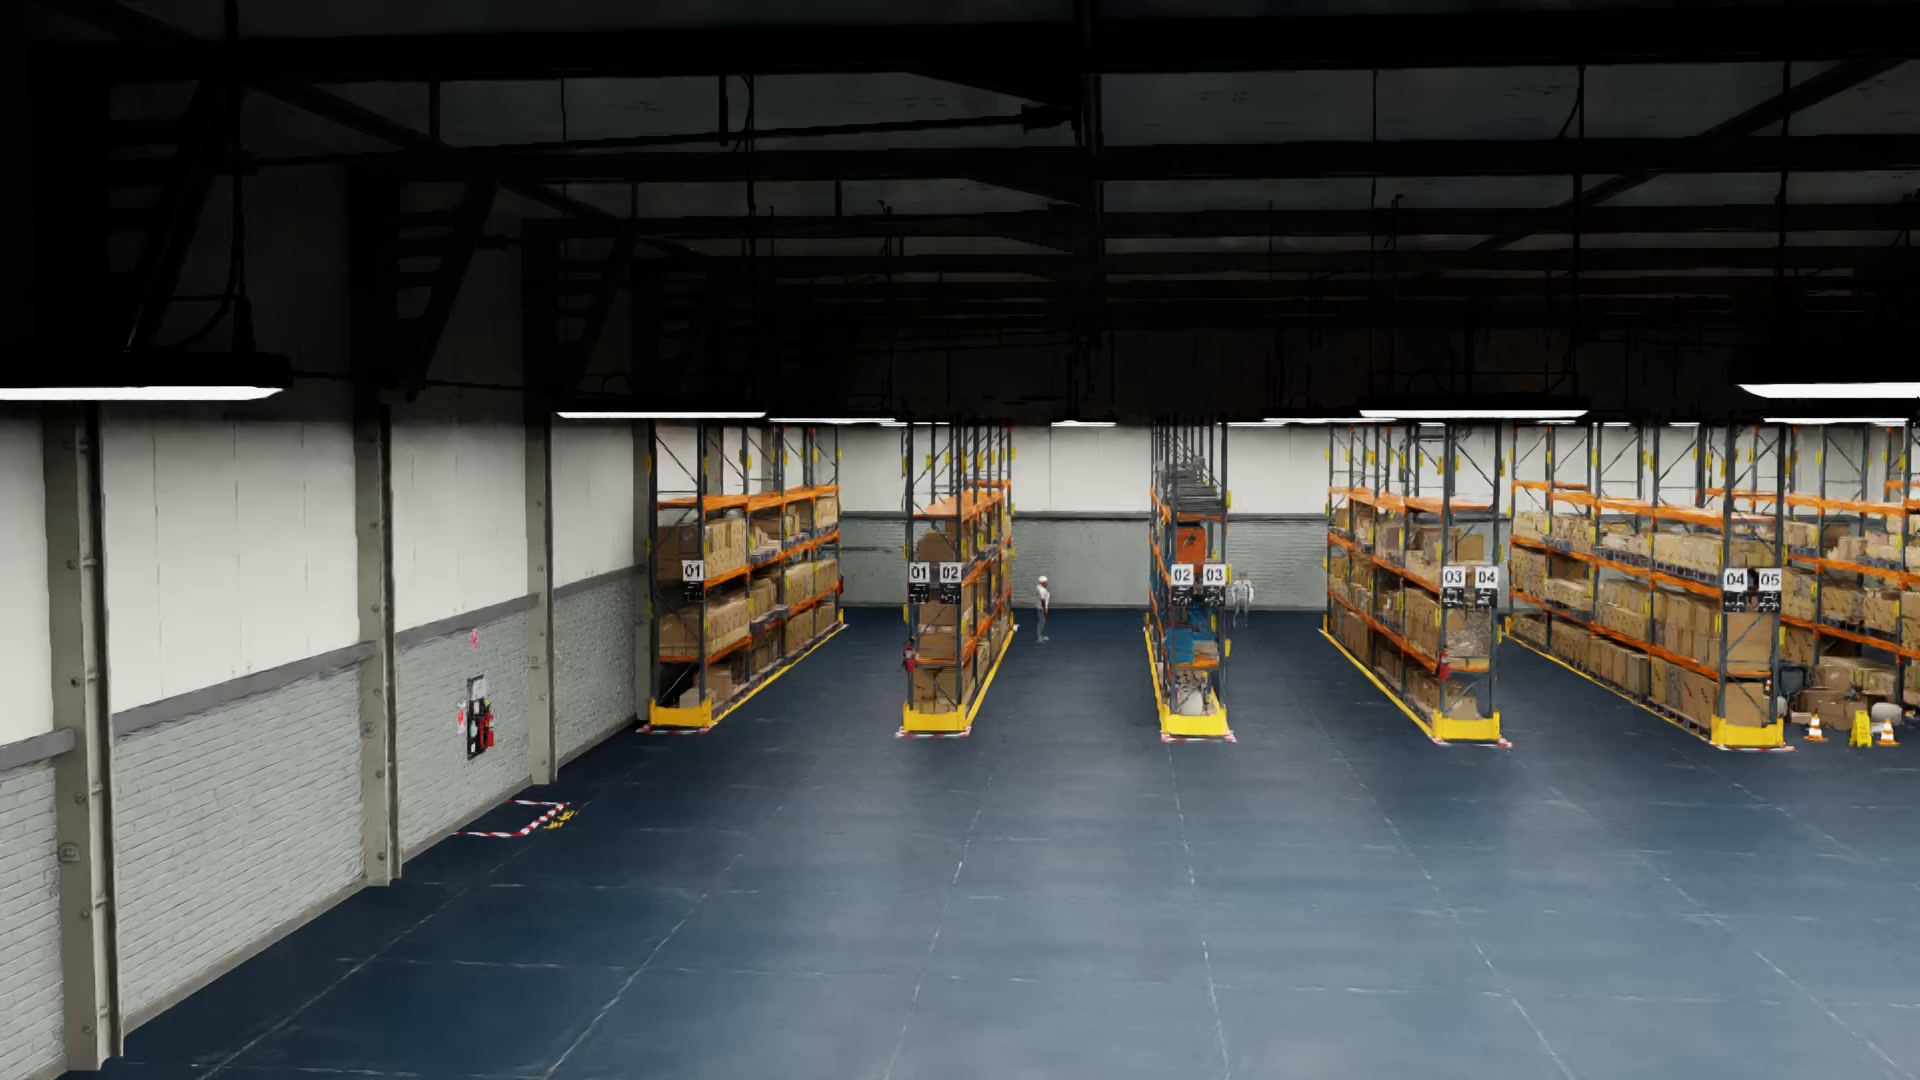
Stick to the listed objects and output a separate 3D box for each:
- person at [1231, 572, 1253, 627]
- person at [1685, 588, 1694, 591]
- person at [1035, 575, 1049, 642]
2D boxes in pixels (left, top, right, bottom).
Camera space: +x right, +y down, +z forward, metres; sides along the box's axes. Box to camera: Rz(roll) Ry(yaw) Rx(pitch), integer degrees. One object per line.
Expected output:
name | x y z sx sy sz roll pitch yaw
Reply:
person | 8.099 1.705 47.740 0.639 1.632 0.512 0 4 3
person | 18.870 1.918 43.093 0.586 1.782 0.691 1 4 16
person | 2.216 1.824 44.506 0.385 1.769 0.703 0 4 -5
